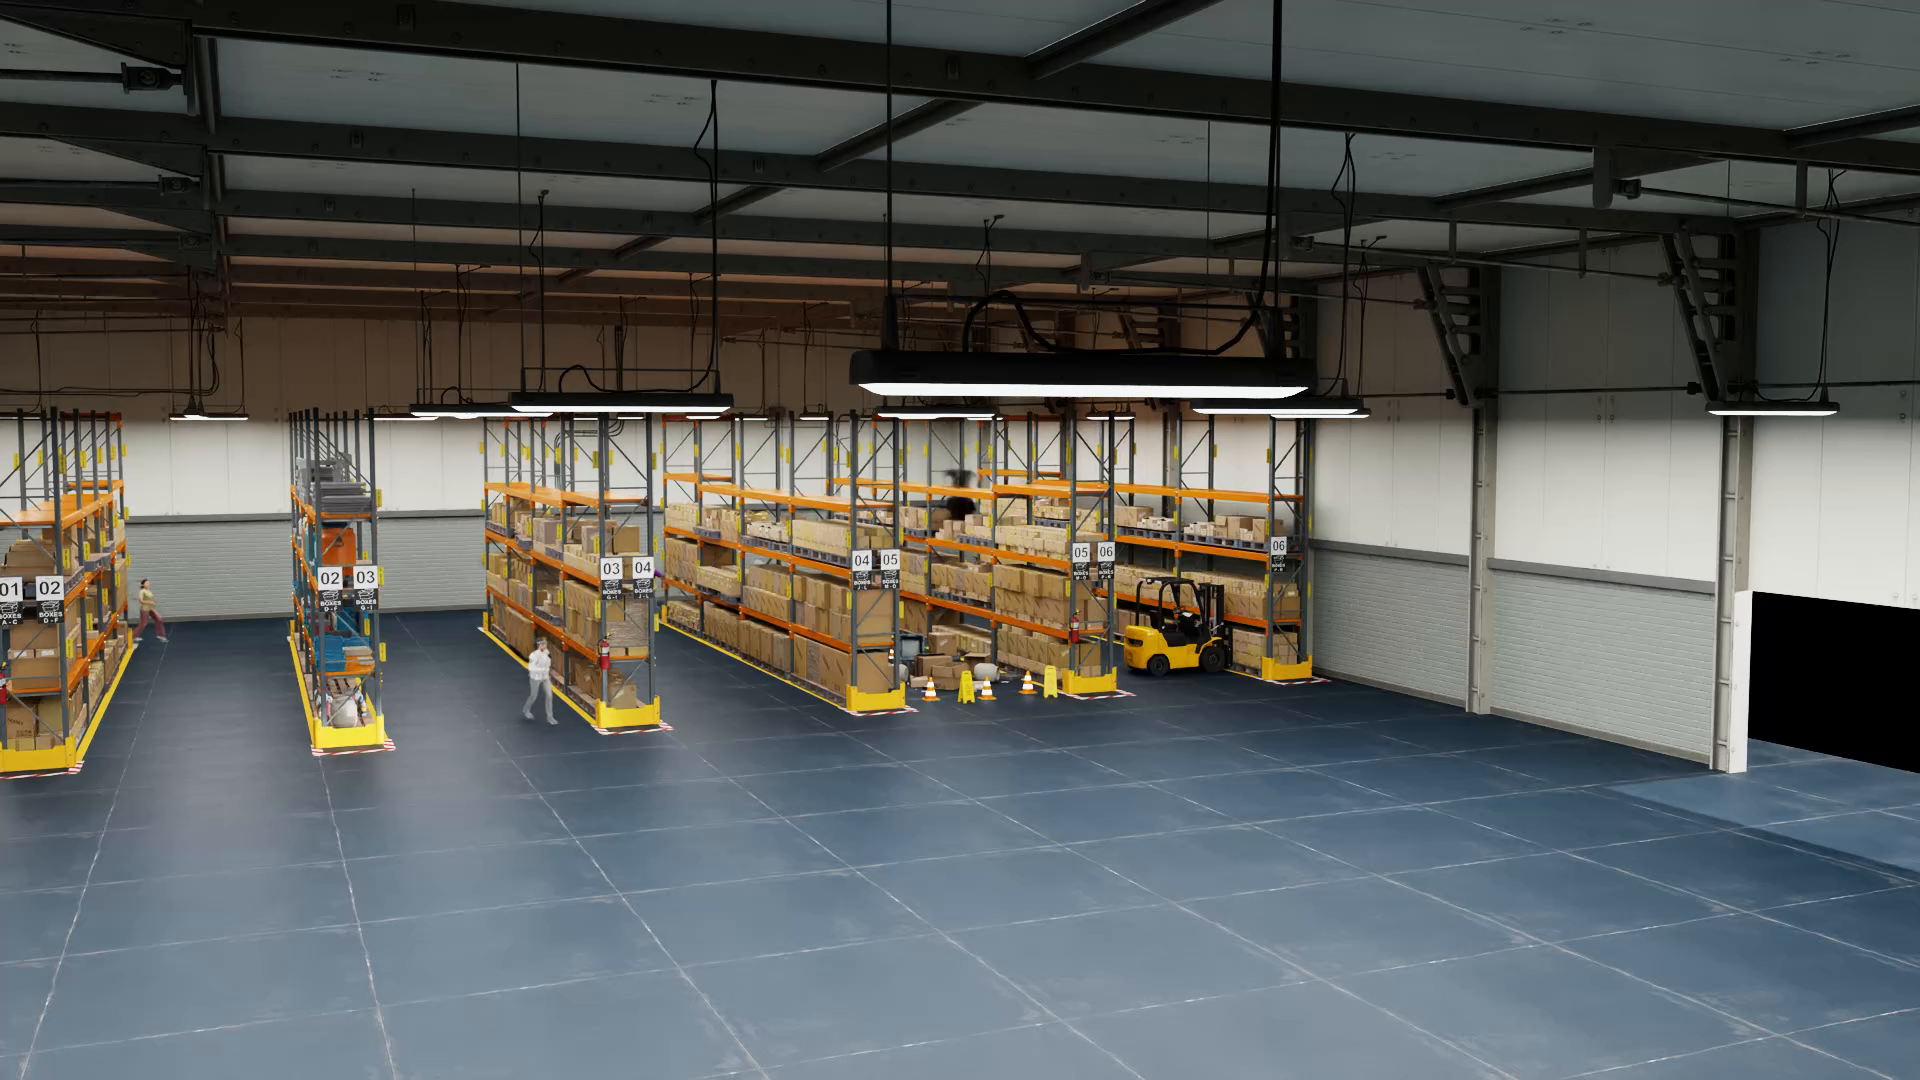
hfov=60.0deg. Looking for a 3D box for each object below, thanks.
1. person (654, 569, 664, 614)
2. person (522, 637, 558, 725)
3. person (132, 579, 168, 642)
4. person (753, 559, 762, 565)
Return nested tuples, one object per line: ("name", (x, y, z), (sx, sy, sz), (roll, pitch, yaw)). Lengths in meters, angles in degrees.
("person", (-9.050, 1.451, 48.740), (0.686, 1.761, 0.884), (3, 5, 38))
("person", (-8.035, 2.653, 31.682), (0.550, 1.668, 0.964), (-4, 5, -43))
("person", (-21.201, 1.858, 43.355), (0.874, 1.694, 0.574), (0, 4, 4))
("person", (-5.771, 1.442, 48.324), (0.644, 1.777, 0.601), (-3, 5, -36))
